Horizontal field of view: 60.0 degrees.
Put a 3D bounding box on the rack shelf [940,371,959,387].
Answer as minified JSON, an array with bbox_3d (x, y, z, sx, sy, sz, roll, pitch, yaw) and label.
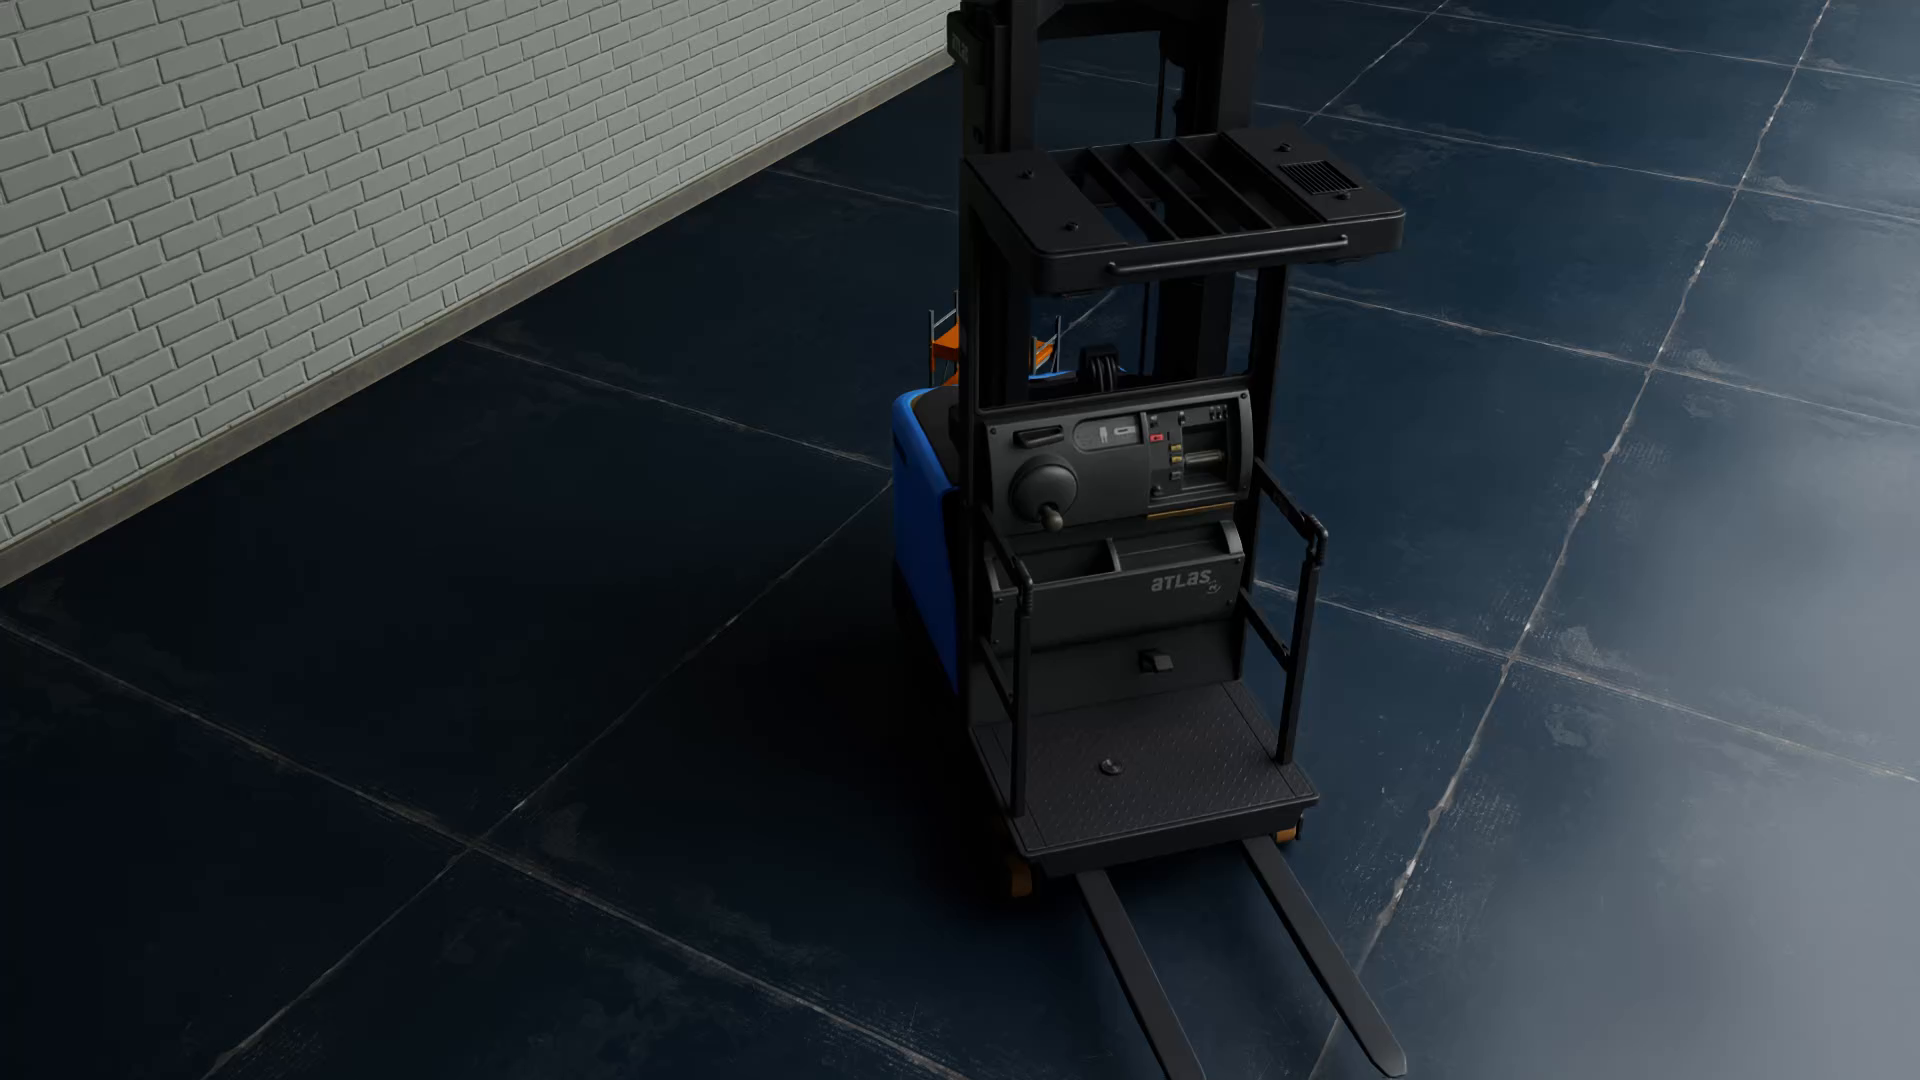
[{"bbox_3d":[0.144,-0.584,7.234,0.480,0.148,0.258,18,37,24],"label":"rack shelf"}]

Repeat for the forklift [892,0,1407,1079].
[{"bbox_3d":[0.600,-0.207,5.388,1.130,2.935,3.031,-9,35,-13],"label":"forklift"}]

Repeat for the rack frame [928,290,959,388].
[{"bbox_3d":[-0.068,-0.521,7.421,0.015,1.200,0.240,18,37,24],"label":"rack frame"}]

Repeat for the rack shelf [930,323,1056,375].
[{"bbox_3d":[0.144,-0.781,7.103,0.480,0.148,0.258,18,37,24],"label":"rack shelf"}]

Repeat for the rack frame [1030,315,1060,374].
[{"bbox_3d":[0.356,-0.387,7.220,0.015,1.200,0.240,18,37,24],"label":"rack frame"}]

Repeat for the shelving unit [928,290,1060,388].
[{"bbox_3d":[0.144,-0.454,7.321,0.503,1.200,0.258,18,37,24],"label":"shelving unit"}]
